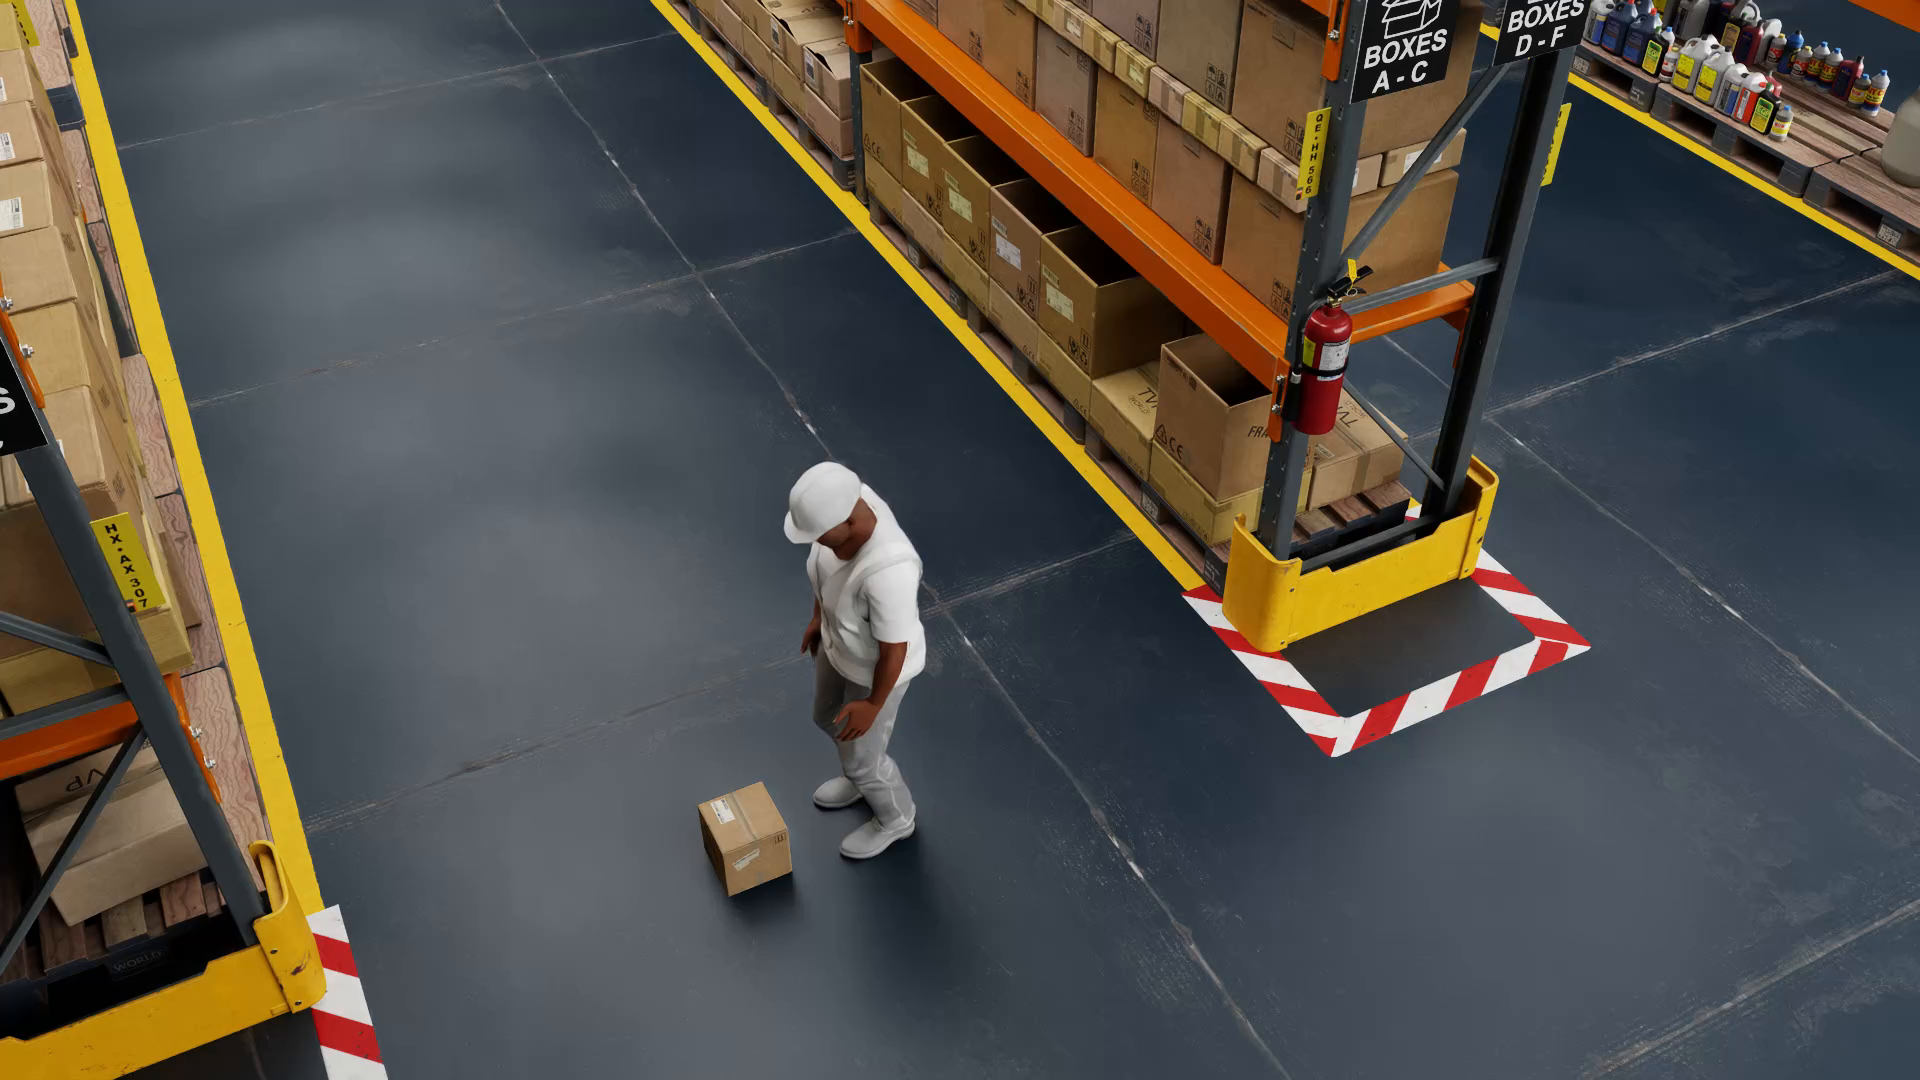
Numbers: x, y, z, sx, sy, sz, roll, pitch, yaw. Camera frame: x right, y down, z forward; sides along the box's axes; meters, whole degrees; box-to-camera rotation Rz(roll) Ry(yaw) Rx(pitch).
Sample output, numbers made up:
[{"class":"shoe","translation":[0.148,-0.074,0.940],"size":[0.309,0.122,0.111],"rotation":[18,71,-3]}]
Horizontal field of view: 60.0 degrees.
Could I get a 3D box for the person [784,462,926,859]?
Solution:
[{"class":"person","translation":[-0.350,0.408,5.703],"size":[0.437,1.725,0.588],"rotation":[-18,44,-19]}]
